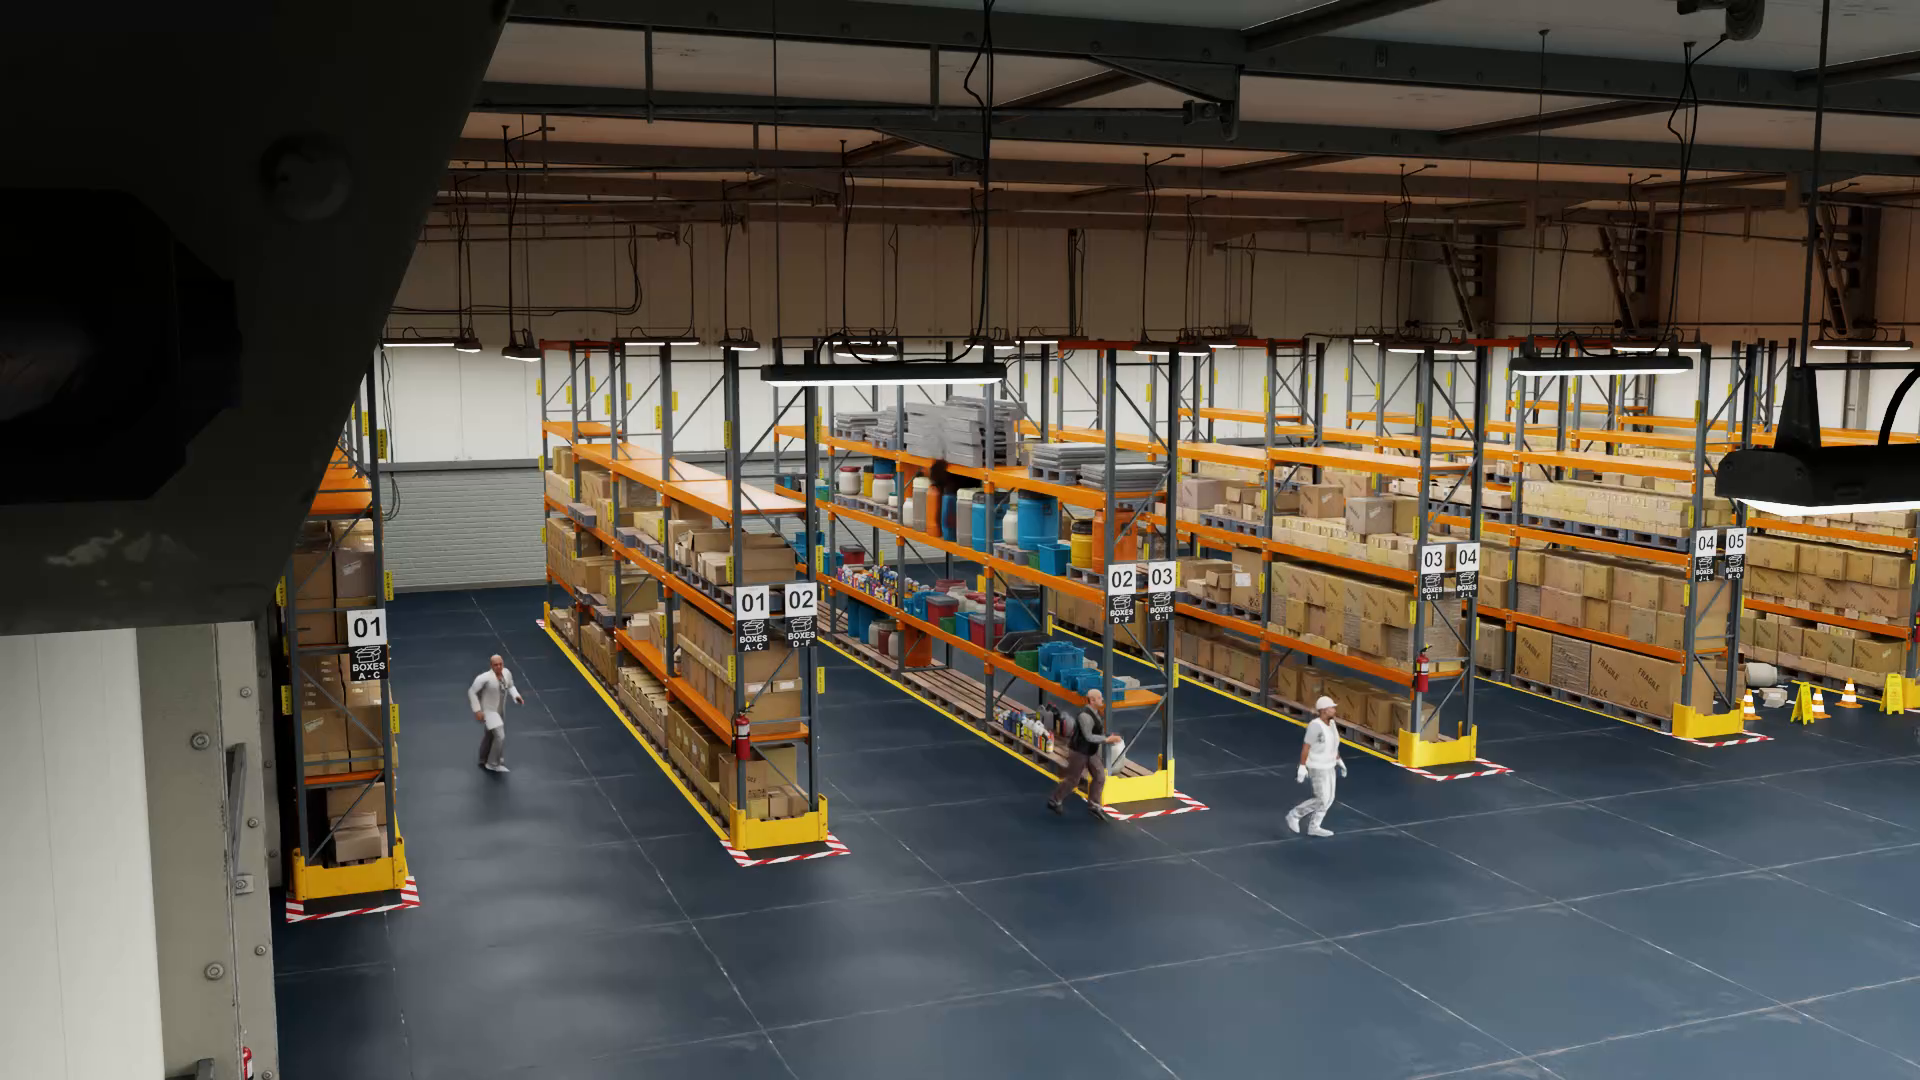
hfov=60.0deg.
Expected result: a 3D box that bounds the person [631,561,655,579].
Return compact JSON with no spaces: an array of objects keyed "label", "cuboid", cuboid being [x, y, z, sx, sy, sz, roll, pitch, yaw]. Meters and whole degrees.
[{"label":"person","cuboid":[-6.797,0.894,35.510,0.882,1.683,0.608,7,10,44]}]

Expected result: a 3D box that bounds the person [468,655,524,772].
[{"label":"person","cuboid":[-6.577,2.457,23.581,0.899,1.746,0.717,2,8,18]}]

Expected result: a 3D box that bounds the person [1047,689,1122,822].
[{"label":"person","cuboid":[1.608,2.749,21.161,1.026,1.763,0.605,3,8,23]}]

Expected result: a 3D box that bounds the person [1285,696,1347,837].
[{"label":"person","cuboid":[4.394,2.799,20.537,0.575,1.746,0.776,5,9,34]}]
